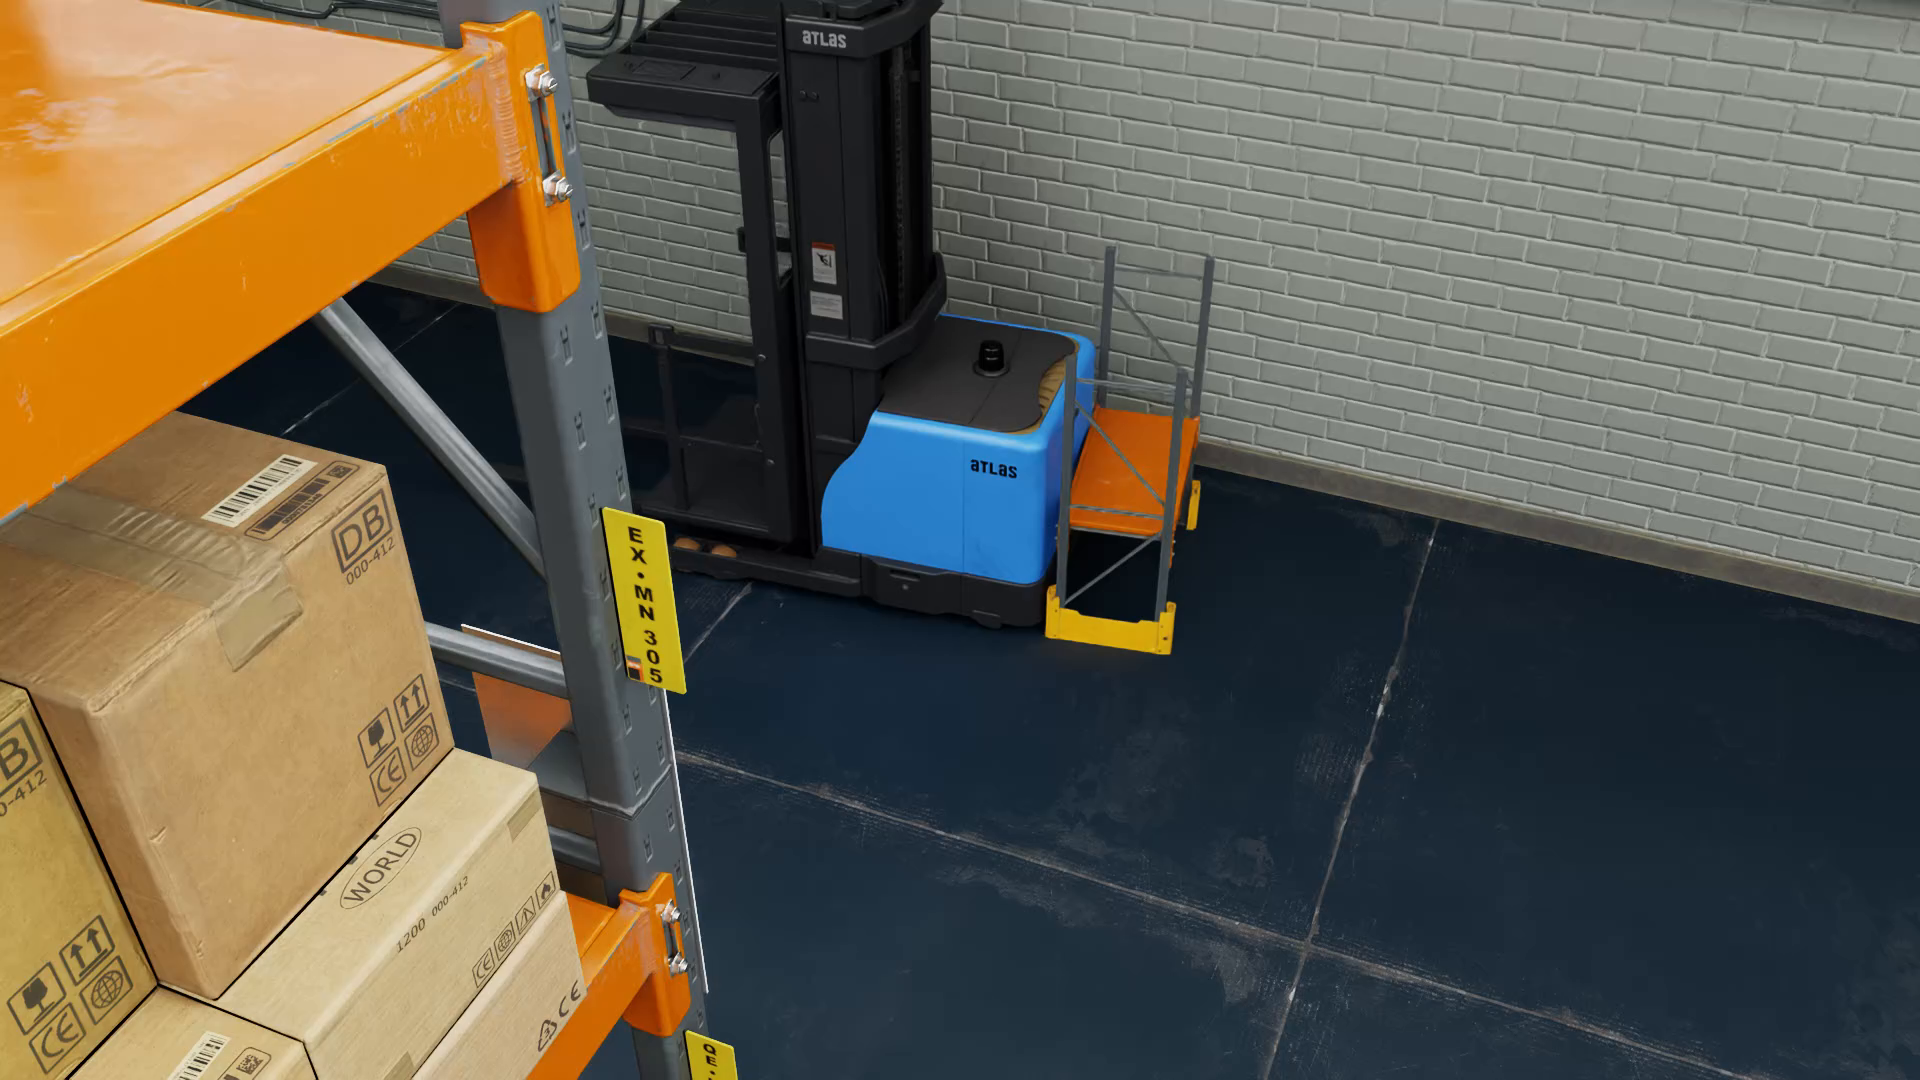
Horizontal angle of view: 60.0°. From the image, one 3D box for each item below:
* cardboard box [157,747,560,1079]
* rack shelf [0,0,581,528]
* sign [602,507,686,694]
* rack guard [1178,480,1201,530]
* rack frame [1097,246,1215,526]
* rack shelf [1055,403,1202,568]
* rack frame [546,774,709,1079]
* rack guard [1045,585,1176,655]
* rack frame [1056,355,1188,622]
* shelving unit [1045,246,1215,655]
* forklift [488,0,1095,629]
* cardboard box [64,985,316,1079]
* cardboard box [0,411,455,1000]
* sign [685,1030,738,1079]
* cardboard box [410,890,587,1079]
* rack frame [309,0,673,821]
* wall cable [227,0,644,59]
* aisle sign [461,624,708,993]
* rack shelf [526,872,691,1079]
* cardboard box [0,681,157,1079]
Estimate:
[{"bbox_3d":[-0.933,0.514,2.360,0.500,0.250,0.500,14,39,18],"label":"cardboard box"},{"bbox_3d":[-1.734,0.507,0.760,1.077,0.370,4.000,14,39,18],"label":"rack shelf"},{"bbox_3d":[-0.468,0.095,2.474,0.100,0.325,0.005,14,39,18],"label":"sign"},{"bbox_3d":[0.915,-0.211,8.426,0.587,0.250,0.087,8,38,11],"label":"rack guard"},{"bbox_3d":[0.915,-0.713,8.052,0.500,1.500,0.032,8,38,11],"label":"rack frame"},{"bbox_3d":[0.799,-0.272,7.764,0.538,0.185,1.000,8,38,11],"label":"rack shelf"},{"bbox_3d":[-0.973,1.513,3.821,1.000,3.000,0.127,14,39,18],"label":"rack frame"},{"bbox_3d":[0.688,0.369,7.649,0.587,0.250,0.087,8,38,11],"label":"rack guard"},{"bbox_3d":[0.683,-0.120,7.259,0.500,1.500,0.032,8,38,11],"label":"rack frame"},{"bbox_3d":[0.801,-0.422,7.663,0.587,1.500,1.083,8,38,11],"label":"shelving unit"},{"bbox_3d":[-0.922,-1.271,7.604,3.031,2.935,1.130,11,38,14],"label":"forklift"},{"bbox_3d":[-1.123,0.791,1.990,0.500,0.250,0.500,14,39,18],"label":"cardboard box"},{"bbox_3d":[-1.154,0.160,2.208,0.700,0.500,0.500,14,39,18],"label":"cardboard box"},{"bbox_3d":[-0.468,1.061,3.196,0.100,0.325,0.005,14,39,18],"label":"sign"},{"bbox_3d":[-0.925,0.717,2.507,0.500,0.250,0.500,14,39,18],"label":"cardboard box"},{"bbox_3d":[-0.973,-0.890,2.025,1.000,3.000,0.127,14,39,18],"label":"rack frame"},{"bbox_3d":[-3.073,-3.822,8.542,3.097,2.526,0.112,14,39,18],"label":"wall cable"},{"bbox_3d":[-0.664,0.504,3.000,0.394,0.787,0.004,14,39,18],"label":"aisle sign"},{"bbox_3d":[-1.734,1.707,1.657,1.077,0.370,4.000,14,39,18],"label":"rack shelf"},{"bbox_3d":[-1.422,0.417,1.864,0.700,0.500,0.500,14,39,18],"label":"cardboard box"}]
